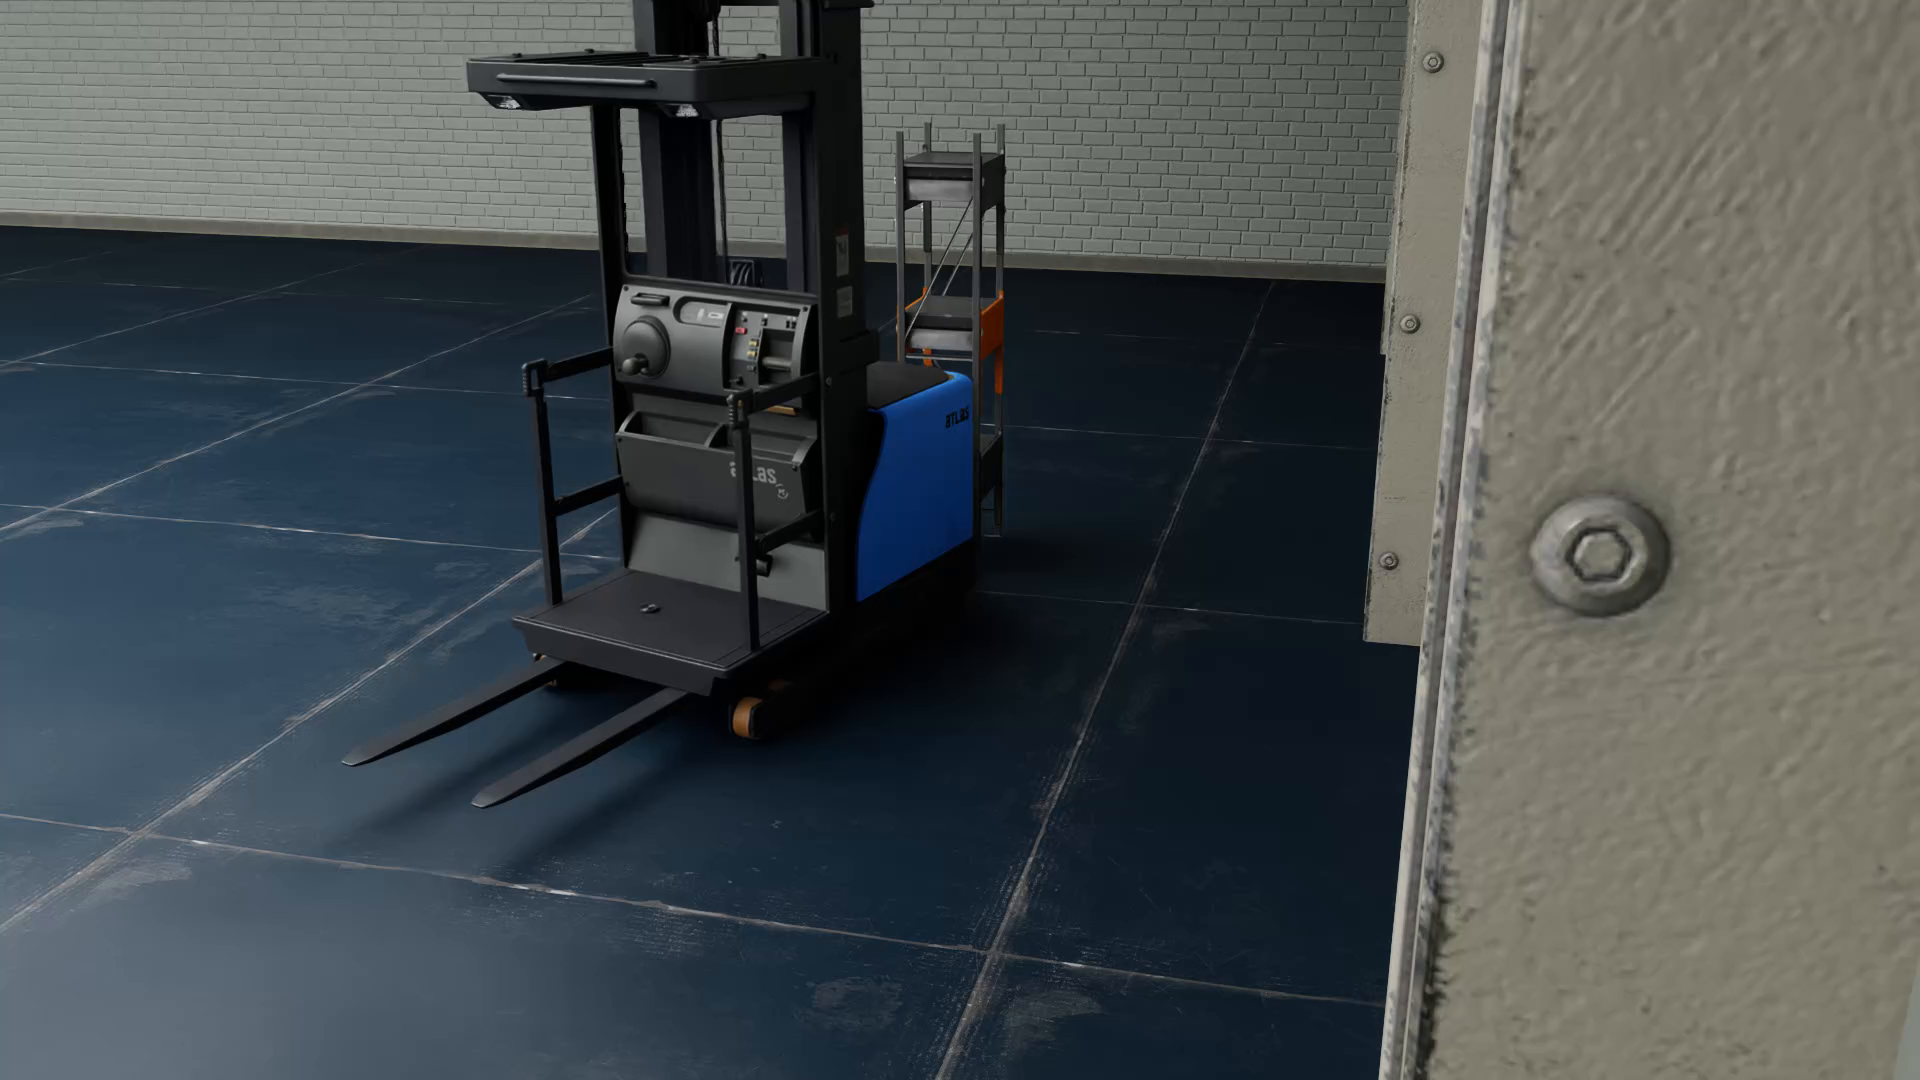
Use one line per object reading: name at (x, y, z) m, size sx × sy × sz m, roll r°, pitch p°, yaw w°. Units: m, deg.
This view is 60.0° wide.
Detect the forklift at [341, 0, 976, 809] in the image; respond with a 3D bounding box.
forklift at (-1.090, -0.786, 6.399) m, size 1.130 × 2.935 × 3.031 m, roll 10°, pitch 21°, yaw 28°

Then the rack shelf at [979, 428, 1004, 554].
rack shelf at (-0.040, -0.266, 8.372) m, size 0.431 × 0.518 × 0.480 m, roll 5°, pitch 19°, yaw 13°

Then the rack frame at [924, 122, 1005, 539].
rack frame at (0.019, -1.018, 8.365) m, size 0.400 × 2.100 × 0.015 m, roll 5°, pitch 19°, yaw 13°

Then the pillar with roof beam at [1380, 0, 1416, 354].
pillar with roof beam at (-0.734, -6.084, 12.523) m, size 9.100 × 9.000 × 0.400 m, roll 5°, pitch 19°, yaw 13°

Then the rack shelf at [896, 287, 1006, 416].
rack shelf at (-0.040, -0.929, 8.146) m, size 0.431 × 0.518 × 0.480 m, roll 5°, pitch 19°, yaw 13°

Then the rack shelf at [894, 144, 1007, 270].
rack shelf at (-0.040, -1.591, 7.919) m, size 0.431 × 0.518 × 0.480 m, roll 5°, pitch 19°, yaw 13°

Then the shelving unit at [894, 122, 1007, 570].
shelving unit at (-0.040, -0.942, 8.141) m, size 0.431 × 2.100 × 0.503 m, roll 5°, pitch 19°, yaw 13°

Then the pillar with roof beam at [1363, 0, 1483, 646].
pillar with roof beam at (-2.200, -4.203, 7.017) m, size 9.100 × 9.000 × 0.400 m, roll 5°, pitch 19°, yaw 13°

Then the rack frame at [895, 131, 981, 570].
rack frame at (-0.100, -0.865, 7.917) m, size 0.400 × 2.100 × 0.015 m, roll 5°, pitch 19°, yaw 13°
